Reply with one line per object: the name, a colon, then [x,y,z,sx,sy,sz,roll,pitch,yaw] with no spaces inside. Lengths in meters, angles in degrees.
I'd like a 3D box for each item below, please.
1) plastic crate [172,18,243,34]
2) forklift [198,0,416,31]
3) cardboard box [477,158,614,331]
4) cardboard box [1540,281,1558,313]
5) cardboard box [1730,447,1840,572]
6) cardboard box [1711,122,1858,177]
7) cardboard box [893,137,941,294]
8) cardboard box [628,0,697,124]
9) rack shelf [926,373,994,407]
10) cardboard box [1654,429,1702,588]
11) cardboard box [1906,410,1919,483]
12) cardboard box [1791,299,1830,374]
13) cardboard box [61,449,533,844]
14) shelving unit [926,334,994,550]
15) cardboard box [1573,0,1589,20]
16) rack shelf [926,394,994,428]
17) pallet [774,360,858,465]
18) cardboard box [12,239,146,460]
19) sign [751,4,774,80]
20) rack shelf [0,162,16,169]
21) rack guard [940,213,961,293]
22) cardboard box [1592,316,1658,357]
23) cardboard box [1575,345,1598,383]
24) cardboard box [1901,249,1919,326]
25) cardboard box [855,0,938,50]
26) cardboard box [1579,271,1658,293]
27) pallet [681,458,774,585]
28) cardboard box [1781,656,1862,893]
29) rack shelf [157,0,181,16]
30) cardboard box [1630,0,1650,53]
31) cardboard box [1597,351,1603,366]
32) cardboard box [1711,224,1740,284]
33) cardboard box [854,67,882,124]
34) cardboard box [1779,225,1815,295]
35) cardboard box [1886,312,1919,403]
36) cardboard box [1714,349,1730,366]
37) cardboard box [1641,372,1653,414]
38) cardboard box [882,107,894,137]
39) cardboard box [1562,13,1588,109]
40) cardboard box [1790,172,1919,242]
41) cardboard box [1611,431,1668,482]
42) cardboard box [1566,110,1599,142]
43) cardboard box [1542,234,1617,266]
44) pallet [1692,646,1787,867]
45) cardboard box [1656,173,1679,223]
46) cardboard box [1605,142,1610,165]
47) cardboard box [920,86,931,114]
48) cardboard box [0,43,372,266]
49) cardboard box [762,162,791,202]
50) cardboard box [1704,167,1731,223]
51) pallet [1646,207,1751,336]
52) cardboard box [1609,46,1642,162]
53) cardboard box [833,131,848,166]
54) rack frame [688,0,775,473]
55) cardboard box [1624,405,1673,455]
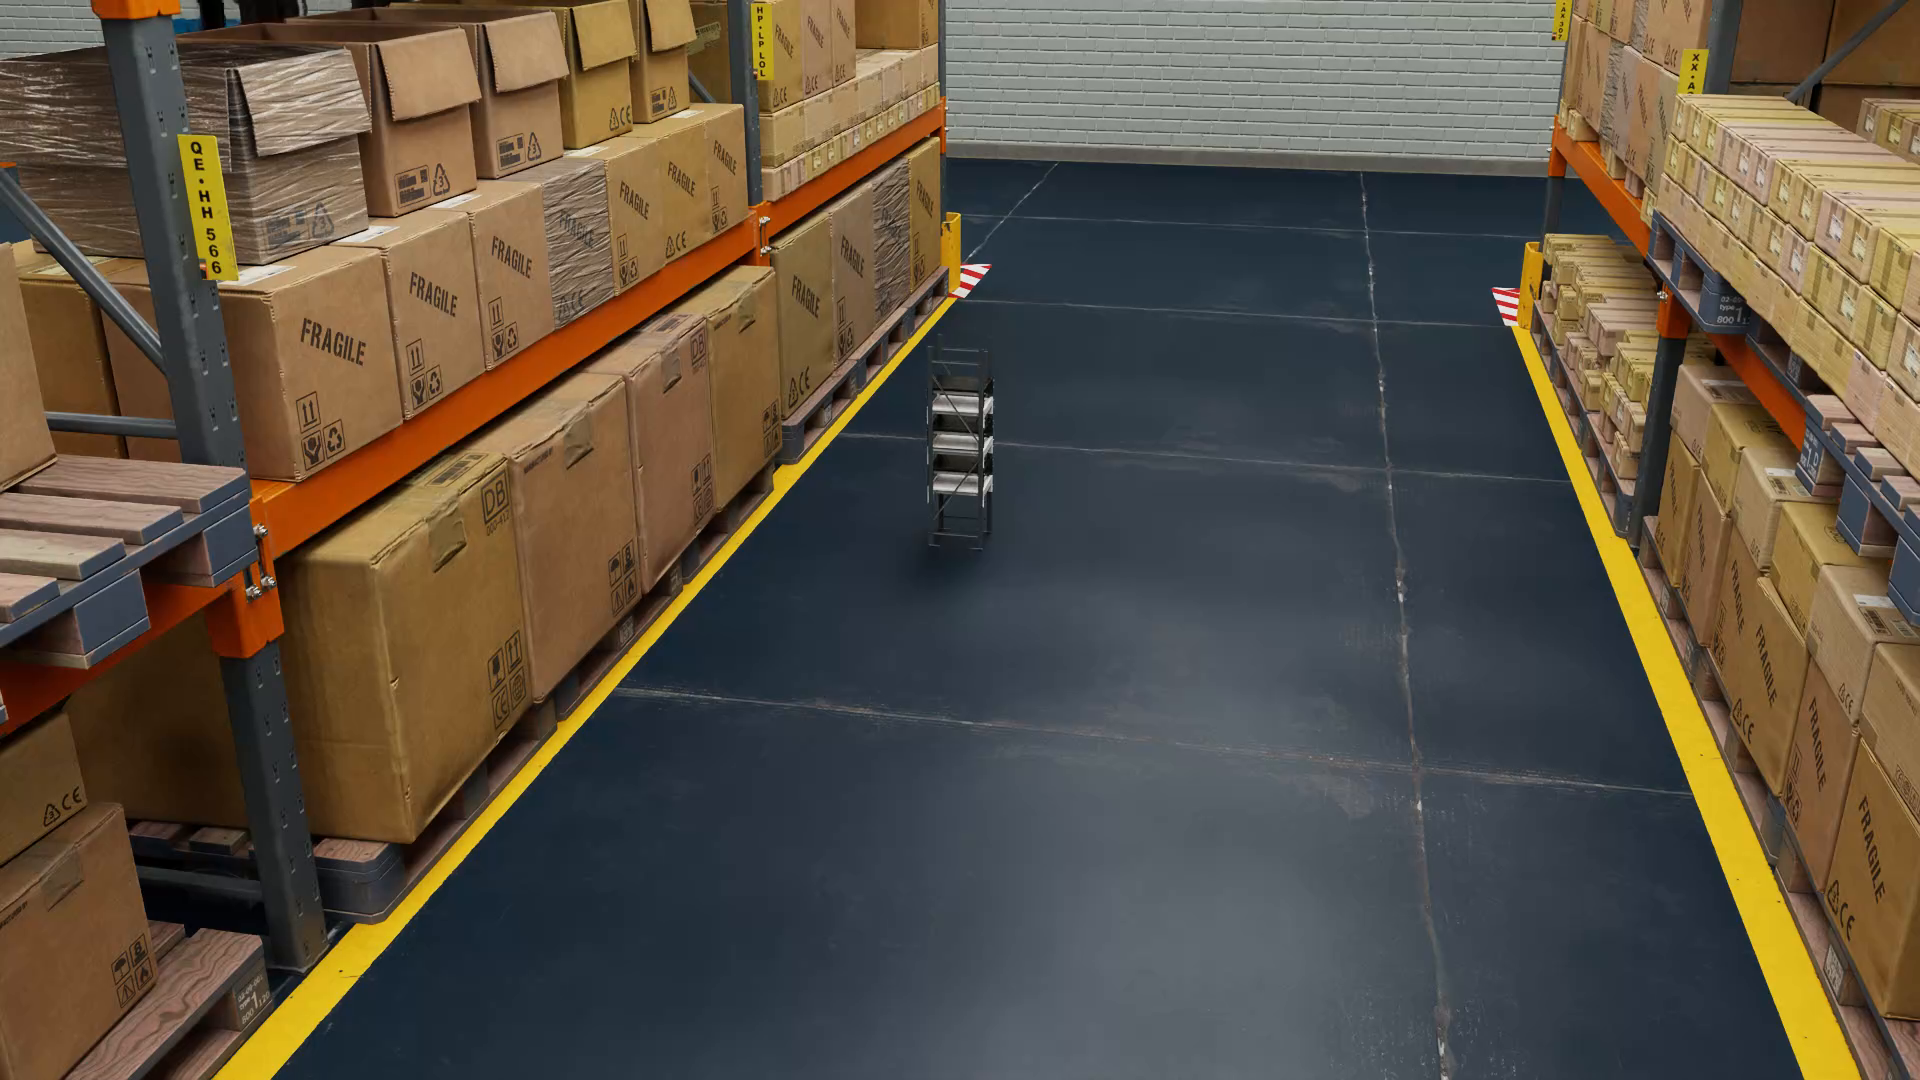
plastic crate: [-5.331,-3.494,11.887,0.616,0.435,0.499,4,22,11]
forklift: [-3.449,-2.010,8.422,1.130,2.935,3.031,7,23,17]
cardboard box: [-1.555,-1.046,5.802,0.500,0.500,0.500,5,22,11]
cardboard box: [3.818,-1.499,10.315,0.380,0.149,0.250,5,22,12]
cardboard box: [2.798,-0.083,5.325,0.500,0.250,0.500,5,23,13]
cardboard box: [2.733,-1.289,5.518,0.380,0.149,0.250,4,22,10]
cardboard box: [-0.649,-2.178,11.029,0.875,0.875,0.875,4,22,11]
cardboard box: [-1.535,-2.024,6.887,0.797,0.503,0.637,4,22,10]
rack shelf: [0.002,-0.640,7.104,0.258,0.077,0.200,4,22,11]
cardboard box: [3.012,-0.117,6.412,0.500,0.500,0.500,5,23,13]
cardboard box: [2.257,-0.162,3.515,0.380,0.149,0.250,5,22,12]
cardboard box: [2.469,-0.536,4.444,0.380,0.149,0.250,3,22,9]
cardboard box: [-2.068,0.257,4.983,1.225,0.875,0.875,3,22,8]
shelving unit: [0.002,-0.420,7.193,0.258,0.900,0.210,4,22,11]
cardboard box: [3.887,-3.298,9.658,0.500,0.500,0.500,4,22,11]
rack shelf: [0.002,-0.556,7.138,0.258,0.077,0.200,4,22,11]
pallet: [-1.181,-0.725,8.871,1.003,0.211,1.213,4,22,11]
cardboard box: [-2.371,-0.529,4.519,0.500,0.500,0.500,5,23,13]
sign: [-0.879,-2.209,7.379,0.100,0.325,0.005,4,22,11]
rack shelf: [-5.853,-2.522,10.563,1.077,0.370,4.000,4,22,11]
rack guard: [-0.592,-2.059,11.796,1.175,0.500,0.348,4,22,11]
cardboard box: [3.391,-1.013,8.310,0.380,0.149,0.250,3,22,8]
cardboard box: [3.516,-0.933,8.908,0.380,0.149,0.250,4,22,11]
cardboard box: [2.311,-0.528,3.628,0.380,0.149,0.250,4,22,10]
cardboard box: [-0.439,-3.427,10.647,0.500,0.500,0.500,5,22,12]
cardboard box: [3.648,-1.387,9.239,0.380,0.149,0.250,5,23,13]
pallet: [-1.496,-0.165,7.480,1.003,0.211,1.213,4,22,11]
cardboard box: [2.594,0.646,4.518,0.500,0.500,0.500,5,23,13]
rack shelf: [-1.821,-2.073,5.432,1.077,0.370,4.000,4,22,11]
cardboard box: [3.472,-2.548,7.793,0.500,0.500,0.500,5,22,12]
cardboard box: [3.510,-0.956,8.567,0.380,0.149,0.250,3,22,8]
cardboard box: [2.682,-0.923,5.404,0.380,0.149,0.250,3,22,9]
cardboard box: [-0.745,-2.518,9.392,0.500,0.250,0.500,4,22,11]
cardboard box: [2.522,-0.772,4.631,0.380,0.149,0.250,5,22,12]
cardboard box: [2.314,-0.398,3.702,0.380,0.149,0.250,5,23,13]
cardboard box: [3.844,-0.879,7.980,0.380,0.149,0.250,4,22,10]
cardboard box: [3.240,-0.630,7.359,0.380,0.149,0.250,5,22,12]
cardboard box: [-0.606,-2.469,9.805,0.380,0.149,0.250,5,22,11]
cardboard box: [3.876,-2.835,9.847,0.500,0.500,0.500,6,23,13]
cardboard box: [2.523,-0.910,4.575,0.380,0.149,0.250,6,23,14]
cardboard box: [3.169,-0.373,7.519,0.380,0.149,0.250,5,22,12]
cardboard box: [3.733,-2.394,9.618,0.380,0.149,0.250,4,22,9]
cardboard box: [3.799,-1.777,10.208,0.380,0.149,0.250,3,22,8]
pallet: [3.018,0.695,5.346,1.003,0.211,1.213,4,22,11]
cardboard box: [2.892,-1.301,6.342,0.380,0.149,0.250,3,22,8]
cardboard box: [3.583,-2.010,8.665,0.380,0.149,0.250,5,23,13]
cardboard box: [-0.398,-2.842,10.732,0.380,0.149,0.250,5,22,11]
cardboard box: [-2.064,-1.061,4.497,0.797,0.503,0.637,5,23,13]
cardboard box: [-1.027,-1.713,7.927,0.380,0.149,0.250,5,22,11]
cardboard box: [2.736,-1.154,5.580,0.380,0.149,0.250,4,22,9]
pallet: [3.124,-0.974,6.013,1.003,0.211,1.213,4,22,11]
cardboard box: [3.454,-2.086,7.985,0.500,0.500,0.500,4,22,11]
cardboard box: [-0.816,-2.095,8.876,0.380,0.149,0.250,4,22,10]
rack frame: [-1.413,-1.746,7.675,1.000,3.000,0.127,4,22,11]
cardboard box: [3.175,-0.481,7.389,0.380,0.149,0.250,5,22,12]
